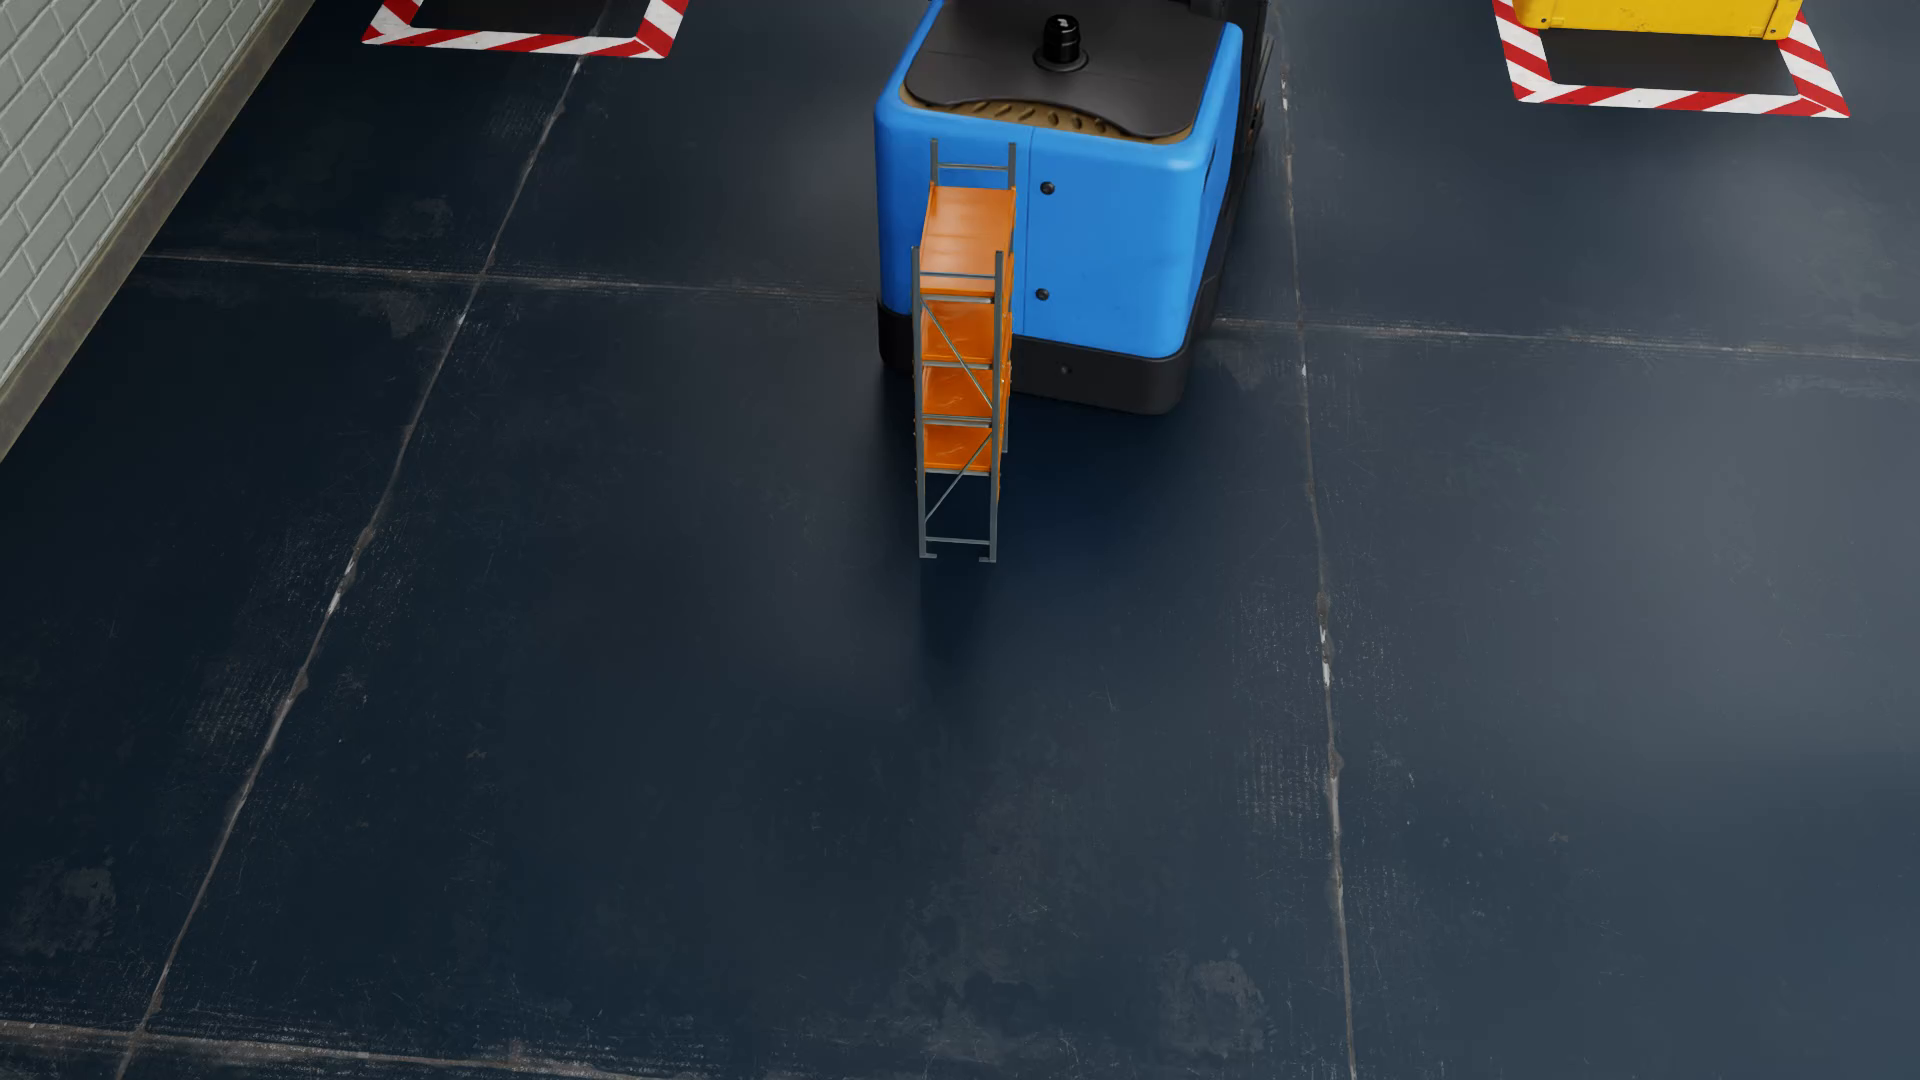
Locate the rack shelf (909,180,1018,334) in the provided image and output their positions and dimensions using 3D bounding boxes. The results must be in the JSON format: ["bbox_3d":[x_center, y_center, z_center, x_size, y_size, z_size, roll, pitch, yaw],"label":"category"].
[{"bbox_3d":[0.015,-0.792,4.629,0.258,0.148,0.480,4,48,4],"label":"rack shelf"}]

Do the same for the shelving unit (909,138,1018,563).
[{"bbox_3d":[0.015,-0.527,4.919,0.258,1.200,0.503,4,48,4],"label":"shelving unit"}]

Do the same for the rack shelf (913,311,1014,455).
[{"bbox_3d":[0.015,-0.481,4.968,0.258,0.148,0.480,4,48,4],"label":"rack shelf"}]

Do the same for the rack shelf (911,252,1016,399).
[{"bbox_3d":[0.015,-0.632,4.803,0.258,0.148,0.480,4,48,4],"label":"rack shelf"}]

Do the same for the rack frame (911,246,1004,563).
[{"bbox_3d":[-0.007,-0.347,4.755,0.240,1.200,0.015,4,48,4],"label":"rack frame"}]

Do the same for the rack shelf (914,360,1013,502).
[{"bbox_3d":[0.015,-0.347,5.115,0.258,0.148,0.480,4,48,4],"label":"rack shelf"}]

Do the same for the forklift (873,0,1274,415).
[{"bbox_3d":[0.601,-2.517,5.566,1.130,2.935,3.031,11,49,10],"label":"forklift"}]

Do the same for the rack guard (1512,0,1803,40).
[{"bbox_3d":[3.056,-2.508,7.205,1.175,0.500,0.348,4,48,4],"label":"rack guard"}]

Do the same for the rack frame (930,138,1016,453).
[{"bbox_3d":[0.037,-0.706,5.082,0.240,1.200,0.015,4,48,4],"label":"rack frame"}]
